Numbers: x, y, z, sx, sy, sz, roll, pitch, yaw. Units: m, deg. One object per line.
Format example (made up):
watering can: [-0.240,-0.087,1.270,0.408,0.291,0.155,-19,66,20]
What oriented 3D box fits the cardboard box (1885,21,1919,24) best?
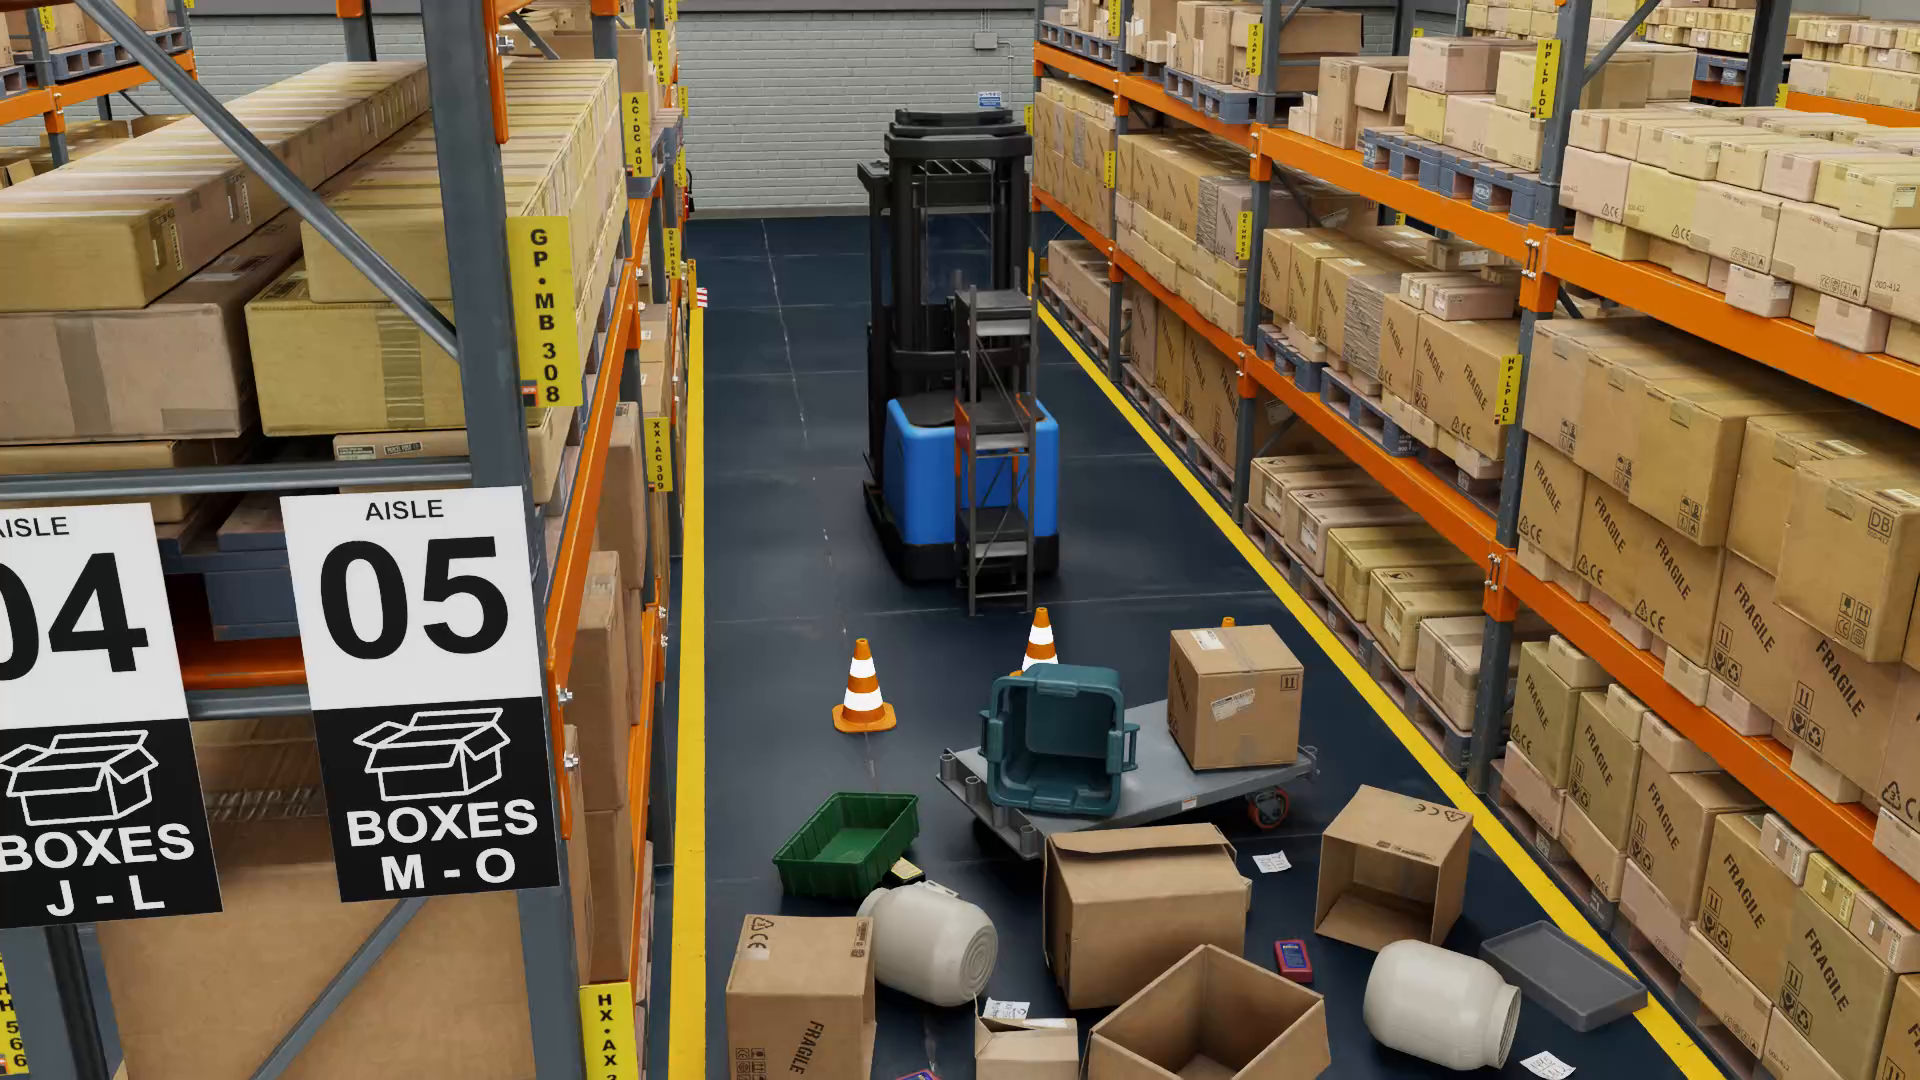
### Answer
cardboard box: [7.457,-3.965,12.978,0.380,0.149,0.250,-3,21,-8]

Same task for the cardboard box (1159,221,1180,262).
cardboard box: [1.914,-2.411,13.384,0.500,0.250,0.500,-4,21,-9]

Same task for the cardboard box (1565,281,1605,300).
cardboard box: [6.468,-2.732,17.716,0.700,0.500,0.500,-4,21,-10]

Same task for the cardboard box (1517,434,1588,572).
cardboard box: [2.846,-0.194,7.379,0.500,0.500,0.500,-3,21,-8]

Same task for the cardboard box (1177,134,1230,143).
cardboard box: [2.218,-3.317,14.738,0.500,0.500,0.500,-2,21,-6]

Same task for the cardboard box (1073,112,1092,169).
cardboard box: [1.416,-3.960,16.460,0.500,0.500,0.500,-3,21,-7]

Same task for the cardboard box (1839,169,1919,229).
cardboard box: [3.040,-1.081,5.256,0.380,0.149,0.250,-2,21,-6]

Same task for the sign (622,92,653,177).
sign: [-1.277,-1.602,6.579,0.100,0.325,0.005,-3,21,-8]

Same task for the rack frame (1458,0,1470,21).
rack frame: [6.240,-7.391,18.642,1.000,3.000,0.127,-3,21,-8]

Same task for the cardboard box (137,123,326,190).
cardboard box: [-1.816,-0.949,4.158,0.380,0.149,0.250,-3,21,-9]

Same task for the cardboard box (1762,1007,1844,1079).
cardboard box: [3.185,1.857,5.788,0.500,0.250,0.500,-3,21,-8]

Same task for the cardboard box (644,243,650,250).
cardboard box: [-2.349,-1.980,11.638,0.380,0.149,0.250,-3,21,-8]

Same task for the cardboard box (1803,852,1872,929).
cardboard box: [3.109,1.172,5.621,0.380,0.149,0.250,-3,21,-7]

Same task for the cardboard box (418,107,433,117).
cardboard box: [-2.032,-1.424,5.999,0.500,0.250,0.500,-3,21,-7]

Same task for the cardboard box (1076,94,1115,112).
cardboard box: [1.374,-4.383,16.666,0.380,0.149,0.250,-3,21,-8]

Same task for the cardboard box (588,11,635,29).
cardboard box: [-2.262,-3.417,11.054,0.396,0.266,0.258,-3,21,-8]

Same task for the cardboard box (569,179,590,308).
cardboard box: [-1.212,-0.752,4.203,0.500,0.250,0.500,-3,21,-8]

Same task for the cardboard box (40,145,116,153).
cardboard box: [-7.781,-3.214,14.751,0.500,0.500,0.500,-3,21,-8]

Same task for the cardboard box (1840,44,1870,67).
cardboard box: [6.994,-3.709,12.718,0.380,0.149,0.250,-3,21,-8]

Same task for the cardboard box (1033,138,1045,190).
cardboard box: [1.114,-4.195,18.517,0.500,0.500,0.500,-3,21,-8]

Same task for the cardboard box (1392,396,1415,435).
cardboard box: [2.577,-0.685,9.021,0.380,0.149,0.250,-3,21,-7]

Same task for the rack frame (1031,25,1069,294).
rack frame: [1.328,-4.329,19.018,1.000,3.000,0.127,-3,21,-8]

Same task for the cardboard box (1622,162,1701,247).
cardboard box: [2.934,-1.304,6.422,0.500,0.250,0.500,-3,21,-8]

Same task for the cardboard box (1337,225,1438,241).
cardboard box: [2.822,-1.798,11.075,0.500,0.500,0.500,-4,21,-9]

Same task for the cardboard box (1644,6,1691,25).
cardboard box: [6.425,-4.740,15.024,0.380,0.149,0.250,-2,21,-6]

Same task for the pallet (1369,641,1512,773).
pallet: [2.945,0.863,9.104,1.003,0.211,1.213,-3,21,-8]

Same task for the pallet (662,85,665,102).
pallet: [-2.843,-3.398,12.508,1.213,0.211,1.003,-3,21,-8]

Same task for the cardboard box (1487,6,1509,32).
cardboard box: [6.127,-5.712,18.225,0.500,0.250,0.500,-3,21,-7]

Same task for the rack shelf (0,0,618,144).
rack shelf: [-1.537,-1.483,4.424,1.077,0.370,4.000,-3,21,-8]

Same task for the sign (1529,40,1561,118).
sign: [2.510,-1.976,7.132,0.100,0.325,0.005,-3,21,-8]

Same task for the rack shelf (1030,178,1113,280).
rack shelf: [1.617,-3.299,17.290,1.077,0.370,4.000,-3,21,-8]

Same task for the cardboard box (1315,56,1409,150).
cardboard box: [2.608,-2.682,10.180,0.700,0.500,0.500,-3,21,-8]

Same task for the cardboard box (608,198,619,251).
cardboard box: [-1.345,-1.045,5.556,0.380,0.149,0.250,-3,21,-8]

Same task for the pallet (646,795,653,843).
pallet: [-2.011,1.154,8.325,1.003,0.211,1.213,-3,21,-8]

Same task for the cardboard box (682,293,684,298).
cardboard box: [-3.014,-2.428,16.979,0.380,0.149,0.250,-2,21,-5]

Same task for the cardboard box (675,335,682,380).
cardboard box: [-2.470,-1.430,13.158,0.500,0.250,0.500,-4,21,-10]

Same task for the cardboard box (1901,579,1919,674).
cardboard box: [3.280,0.215,4.856,0.700,0.500,0.500,-3,21,-7]

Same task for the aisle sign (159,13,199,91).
aisle sign: [-8.192,-5.087,17.332,0.394,0.787,0.004,-3,21,-8]

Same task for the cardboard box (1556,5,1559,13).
cardboard box: [6.359,-5.417,16.721,0.500,0.250,0.500,-3,21,-7]

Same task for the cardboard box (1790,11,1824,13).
cardboard box: [7.120,-4.411,14.142,0.380,0.149,0.250,-4,21,-9]

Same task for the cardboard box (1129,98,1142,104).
cardboard box: [1.883,-4.325,16.509,0.380,0.149,0.250,-3,21,-8]

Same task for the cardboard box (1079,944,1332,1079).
cardboard box: [0.876,1.900,5.909,0.637,0.503,0.797,17,27,39]

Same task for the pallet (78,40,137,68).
pallet: [-8.182,-4.513,15.351,1.003,0.211,1.213,-3,21,-8]

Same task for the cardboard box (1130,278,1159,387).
cardboard box: [2.074,-1.934,15.045,0.875,0.875,0.875,-2,21,-6]

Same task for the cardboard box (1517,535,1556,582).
cardboard box: [2.786,0.069,7.603,0.380,0.149,0.250,-3,21,-8]

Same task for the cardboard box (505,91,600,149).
cardboard box: [-1.276,-1.246,4.955,0.380,0.149,0.250,-3,21,-8]

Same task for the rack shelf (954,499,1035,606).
rack shelf: [0.214,0.074,10.556,0.431,0.518,0.480,-4,21,-10]

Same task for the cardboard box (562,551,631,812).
cardboard box: [-1.381,0.403,4.593,0.875,0.550,0.550,-3,21,-8]

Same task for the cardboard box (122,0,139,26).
cardboard box: [-8.388,-5.146,16.034,0.700,0.500,0.500,-4,21,-10]

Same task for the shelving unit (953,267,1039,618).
shelving unit: [0.214,-0.594,10.307,0.431,2.100,0.503,-4,21,-10]

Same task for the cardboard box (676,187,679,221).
cardboard box: [-2.879,-3.200,15.429,0.500,0.500,0.500,-3,21,-8]

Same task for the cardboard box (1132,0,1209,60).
cardboard box: [1.745,-4.273,13.838,0.500,0.500,0.500,-3,21,-9]

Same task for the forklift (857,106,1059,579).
forklift: [-0.116,-1.596,11.800,1.130,2.935,3.031,-4,21,-10]

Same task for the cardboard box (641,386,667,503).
cardboard box: [-1.778,-0.480,8.570,0.500,0.500,0.500,-3,21,-8]

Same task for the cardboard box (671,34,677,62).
cardboard box: [-2.993,-4.703,15.948,0.500,0.250,0.500,-2,21,-5]
